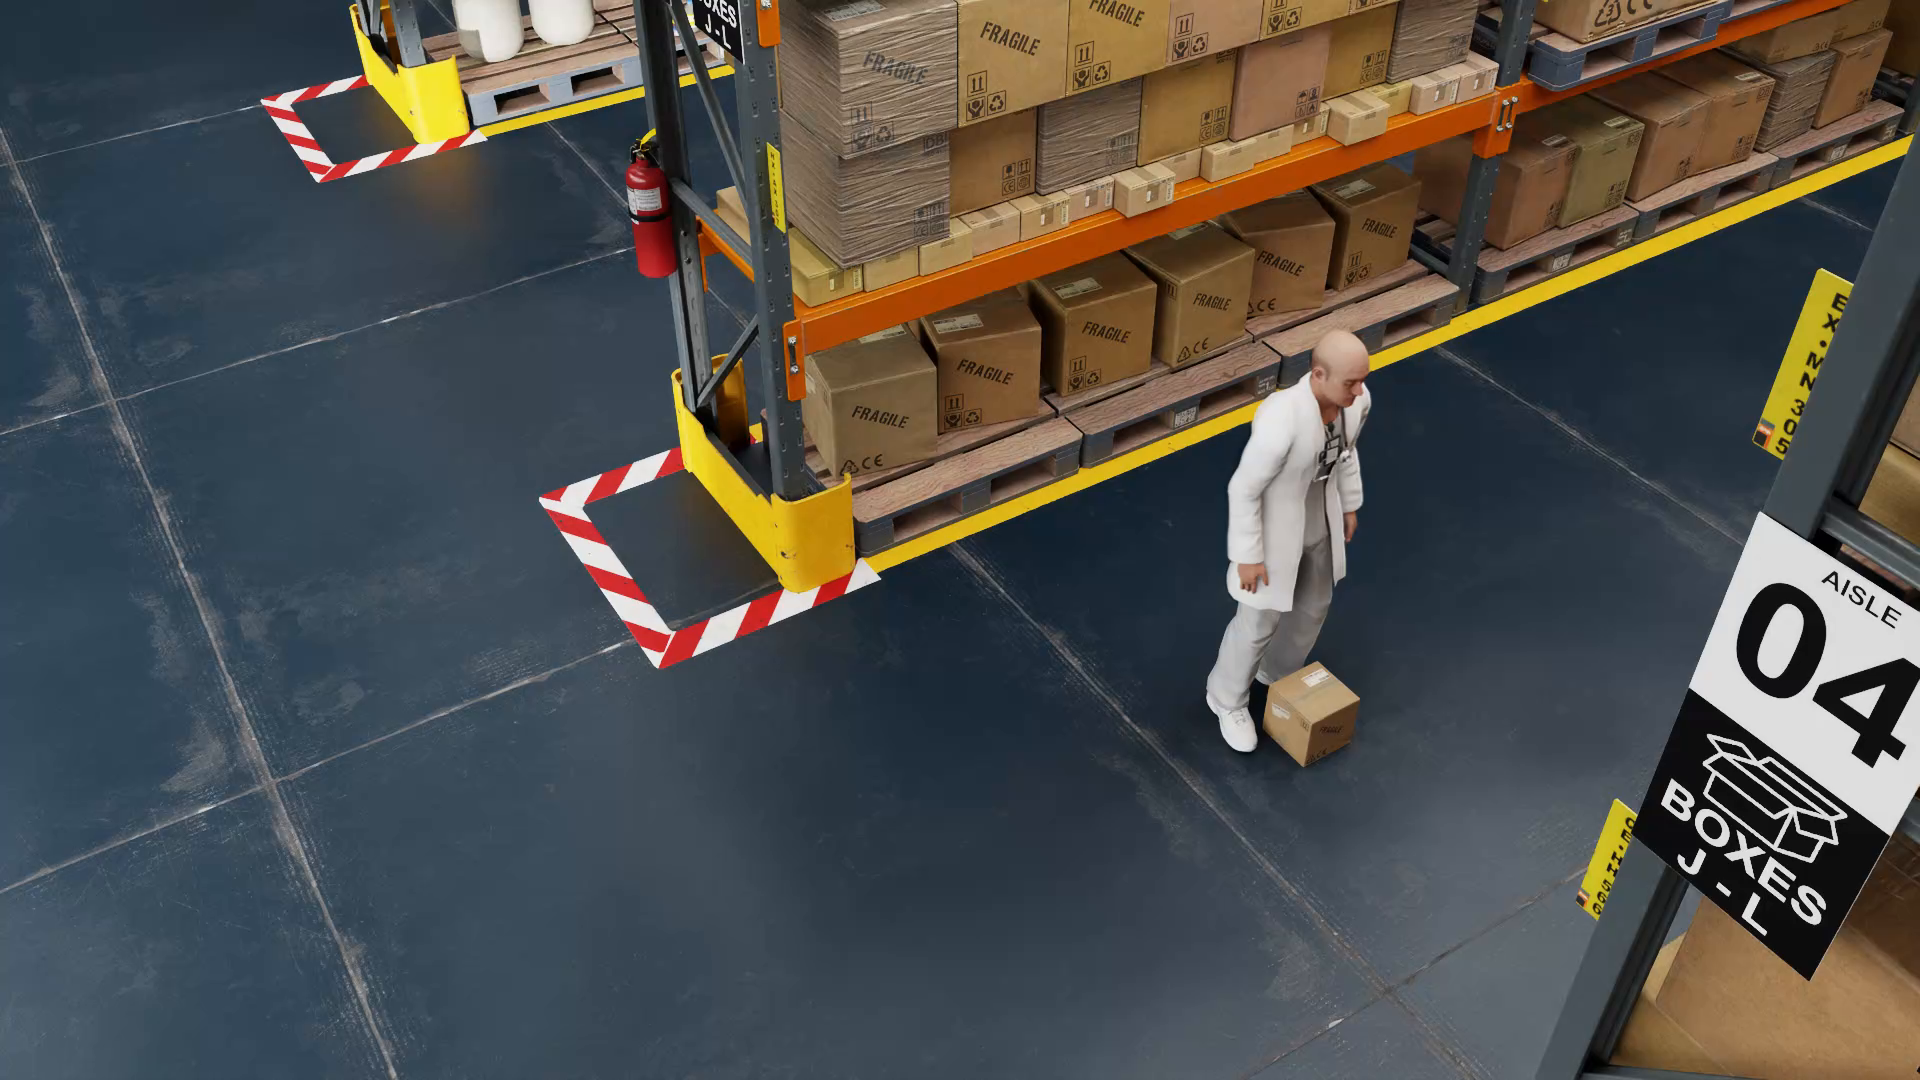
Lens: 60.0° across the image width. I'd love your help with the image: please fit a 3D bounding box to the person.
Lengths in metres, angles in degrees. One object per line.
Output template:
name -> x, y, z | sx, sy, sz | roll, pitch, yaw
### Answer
person -> 1.254, -0.029, 6.203 | 0.652, 1.773, 0.422 | -25, 46, -26
